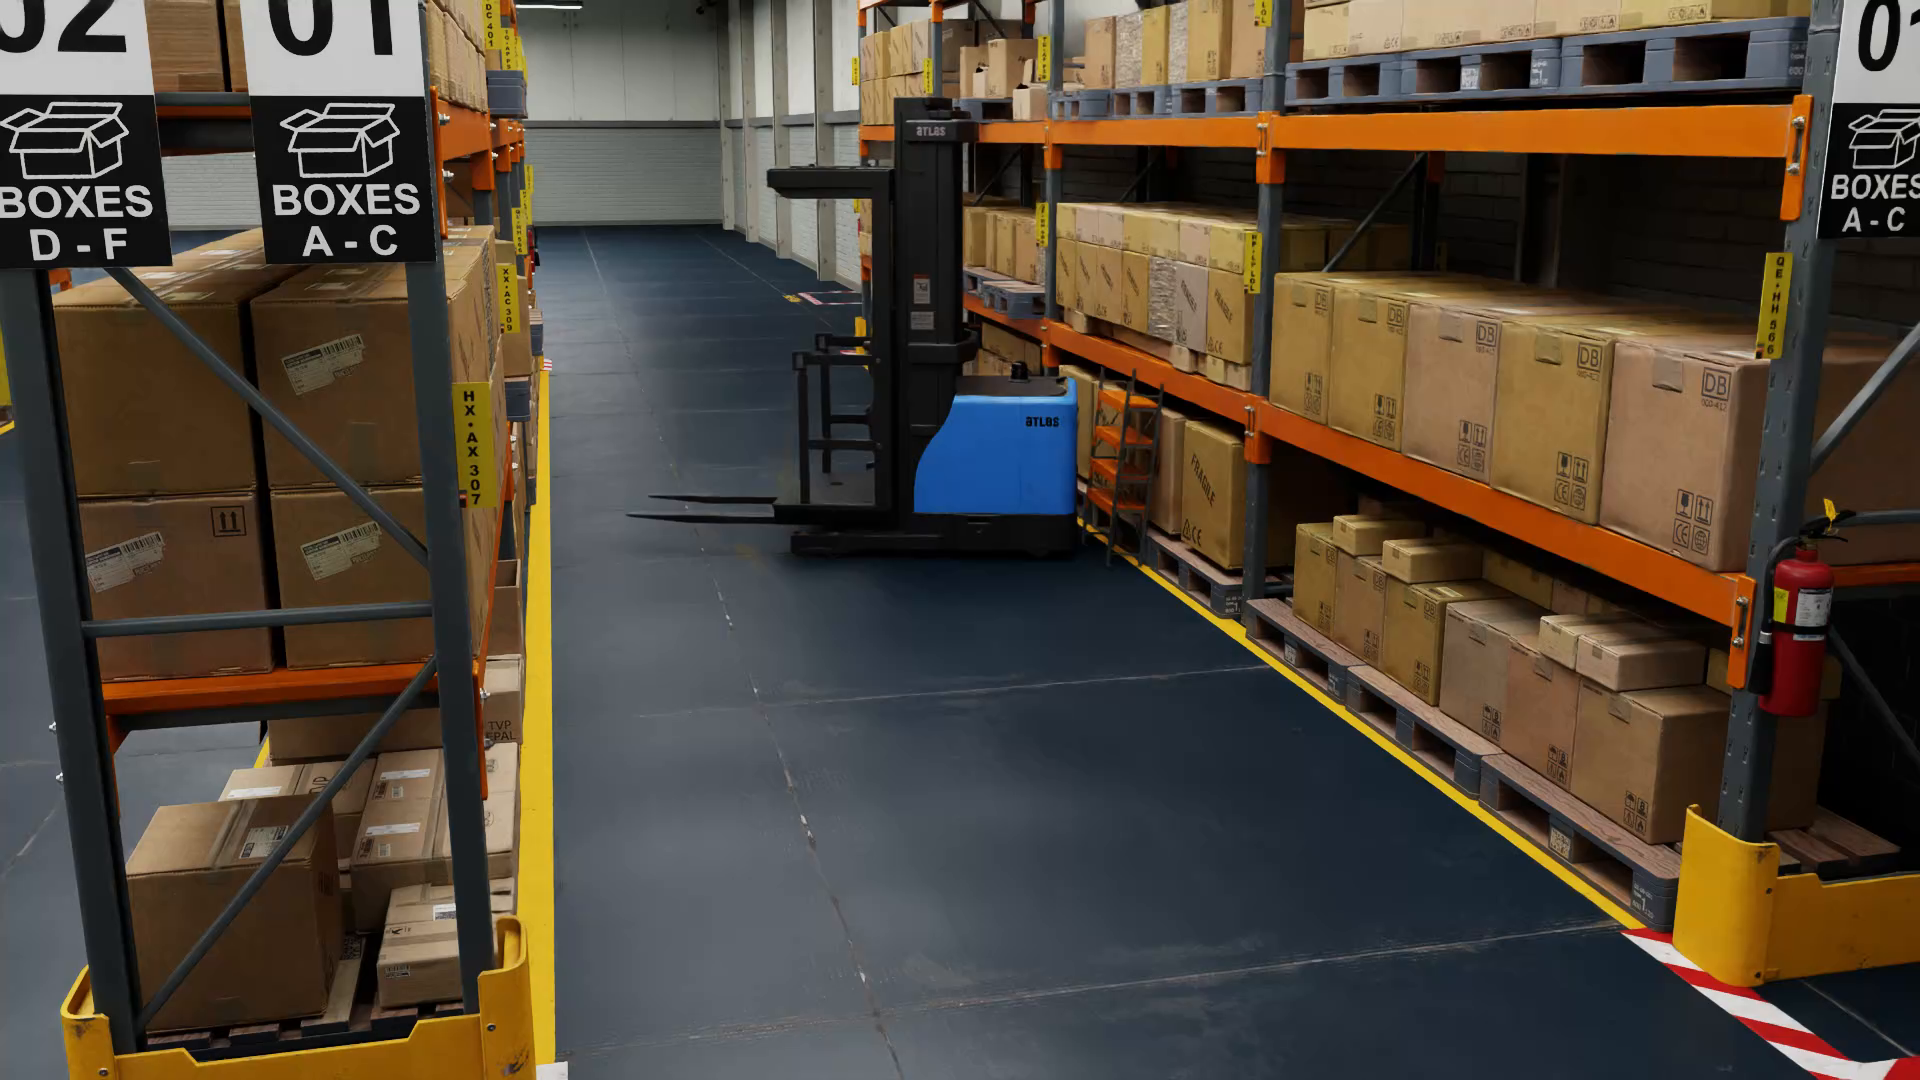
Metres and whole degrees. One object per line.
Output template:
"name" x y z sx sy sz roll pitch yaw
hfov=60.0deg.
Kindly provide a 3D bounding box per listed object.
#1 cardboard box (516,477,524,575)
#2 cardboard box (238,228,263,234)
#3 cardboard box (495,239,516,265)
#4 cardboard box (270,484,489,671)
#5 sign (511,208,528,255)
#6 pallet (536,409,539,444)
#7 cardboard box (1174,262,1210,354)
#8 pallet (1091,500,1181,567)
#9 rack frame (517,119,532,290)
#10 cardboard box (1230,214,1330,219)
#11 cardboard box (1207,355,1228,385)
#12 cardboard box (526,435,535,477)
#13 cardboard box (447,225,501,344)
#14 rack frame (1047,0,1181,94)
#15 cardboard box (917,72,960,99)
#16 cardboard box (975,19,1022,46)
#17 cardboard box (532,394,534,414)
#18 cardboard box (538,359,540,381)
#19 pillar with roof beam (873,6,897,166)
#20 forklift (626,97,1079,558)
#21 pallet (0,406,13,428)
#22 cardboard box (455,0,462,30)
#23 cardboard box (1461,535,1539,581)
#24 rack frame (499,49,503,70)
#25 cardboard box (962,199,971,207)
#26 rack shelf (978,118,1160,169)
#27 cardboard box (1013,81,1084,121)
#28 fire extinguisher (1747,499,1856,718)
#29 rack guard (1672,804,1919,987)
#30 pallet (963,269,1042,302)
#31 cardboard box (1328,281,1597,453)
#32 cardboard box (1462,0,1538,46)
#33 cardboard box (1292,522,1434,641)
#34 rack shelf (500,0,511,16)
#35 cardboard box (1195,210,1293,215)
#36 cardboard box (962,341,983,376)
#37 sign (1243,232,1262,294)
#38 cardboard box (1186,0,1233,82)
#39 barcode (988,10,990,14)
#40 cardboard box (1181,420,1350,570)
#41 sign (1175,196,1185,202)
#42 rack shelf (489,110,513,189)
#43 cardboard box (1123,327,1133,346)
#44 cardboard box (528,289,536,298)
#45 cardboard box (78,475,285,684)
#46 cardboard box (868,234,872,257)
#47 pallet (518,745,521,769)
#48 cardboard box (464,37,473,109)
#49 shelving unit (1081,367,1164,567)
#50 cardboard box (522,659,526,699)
"cardboard box" -2.841 -0.077 9.762 0.500 0.500 0.500 -3 14 -13
"cardboard box" -2.881 -1.124 7.391 0.500 0.500 0.500 -3 14 -12
"cardboard box" -3.400 -1.751 11.177 0.700 0.500 0.500 -9 16 -32
"cardboard box" -1.626 0.043 4.721 0.500 0.500 0.500 -3 14 -12
"sign" -3.132 -2.193 11.812 0.100 0.325 0.005 -3 14 -13
"pallet" -4.386 -1.037 15.229 1.003 0.211 1.213 -3 14 -13
"cardboard box" 1.614 -1.404 9.972 0.500 0.500 0.500 -3 14 -13
"pallet" 1.552 -0.092 11.361 1.003 0.211 1.213 -3 14 -13
"rack frame" -5.536 -3.483 19.362 1.000 3.000 0.127 -3 14 -13
"cardboard box" 1.990 -1.915 10.484 0.500 0.250 0.500 -4 14 -15
"cardboard box" 1.660 -0.998 9.679 0.380 0.149 0.250 -3 14 -12
"cardboard box" -3.495 -0.643 12.646 0.500 0.250 0.500 -3 14 -13
"cardboard box" -2.347 -1.146 7.482 0.500 0.500 0.500 -3 14 -13
"rack frame" 1.157 -4.828 12.229 1.000 3.000 0.127 -3 14 -13
"cardboard box" -0.142 -4.456 16.771 0.500 0.500 0.500 -3 14 -12
"cardboard box" 0.380 -4.967 16.757 0.500 0.500 0.500 -3 14 -12
"cardboard box" -3.744 -1.153 13.555 0.500 0.311 0.500 -4 14 -15
"cardboard box" -4.636 -1.783 17.315 0.500 0.250 0.500 -3 14 -13
"pillar with roof beam" -5.310 -7.705 24.003 9.100 9.000 0.400 -3 14 -13
"forklift" -0.717 -1.430 11.105 3.031 2.935 1.130 1 14 4
"pallet" -9.530 -1.087 15.433 1.003 0.211 1.213 -3 14 -13
"cardboard box" -1.880 -1.782 5.345 0.500 0.250 0.500 -3 14 -13
"cardboard box" 2.578 0.078 7.802 0.380 0.149 0.250 -3 14 -13
"rack frame" -3.657 -4.551 11.095 1.000 3.000 0.127 -3 14 -13
"cardboard box" -0.194 -3.230 17.020 0.500 0.500 0.500 -3 14 -13
"rack shelf" 0.687 -3.483 14.559 1.077 0.370 4.000 -3 14 -13
"cardboard box" 0.725 -3.489 13.212 0.500 0.311 0.500 -3 14 -13
"fire extinguisher" 2.623 0.211 5.193 0.296 0.674 0.183 -3 14 -13
"rack guard" 3.042 1.151 5.661 1.175 0.500 0.348 -3 14 -13
"pallet" 0.652 -2.275 14.824 1.003 0.211 1.213 -3 14 -13
"cardboard box" 2.374 -0.842 7.922 0.980 0.700 0.700 -4 14 -15
"cardboard box" 2.356 -2.099 6.600 0.500 0.250 0.500 -4 14 -15
"cardboard box" 2.172 0.197 8.681 0.700 0.500 0.500 -3 14 -12
"rack shelf" -4.127 -4.469 13.117 1.077 0.370 4.000 -3 14 -13
"cardboard box" 1.871 -2.035 10.978 0.500 0.250 0.500 -4 14 -15
"cardboard box" 0.407 -1.667 16.271 0.700 0.500 0.500 -3 14 -11
"sign" 1.571 -1.483 8.903 0.100 0.325 0.005 -3 14 -13
"cardboard box" 1.803 -3.045 10.111 0.700 0.500 0.500 -4 14 -14
"barcode" 0.309 -5.561 17.547 0.001 0.075 0.075 -3 14 -13
"cardboard box" 1.817 -0.294 9.954 0.750 0.750 0.750 -3 14 -13
"sign" 1.696 -2.508 12.934 0.100 0.325 0.005 -3 14 -13
"rack shelf" -3.187 -2.283 9.648 1.077 0.370 4.000 -3 14 -13
"cardboard box" 1.338 -1.418 11.396 0.380 0.149 0.250 -3 14 -12
"cardboard box" -5.121 -2.608 19.111 0.500 0.500 0.500 -3 14 -13
"cardboard box" -2.148 0.072 4.602 0.500 0.500 0.500 -3 14 -11
"cardboard box" -0.780 -3.447 19.490 0.500 0.250 0.500 -4 14 -15
"pallet" -2.557 0.799 7.713 1.003 0.211 1.213 -3 14 -13
"cardboard box" -1.999 -1.655 5.876 0.500 0.250 0.500 -3 14 -13
"shelving unit" 1.041 -0.472 10.741 0.258 1.200 0.503 1 16 -16
"cardboard box" -2.162 0.656 7.503 0.380 0.149 0.250 -3 14 -13
